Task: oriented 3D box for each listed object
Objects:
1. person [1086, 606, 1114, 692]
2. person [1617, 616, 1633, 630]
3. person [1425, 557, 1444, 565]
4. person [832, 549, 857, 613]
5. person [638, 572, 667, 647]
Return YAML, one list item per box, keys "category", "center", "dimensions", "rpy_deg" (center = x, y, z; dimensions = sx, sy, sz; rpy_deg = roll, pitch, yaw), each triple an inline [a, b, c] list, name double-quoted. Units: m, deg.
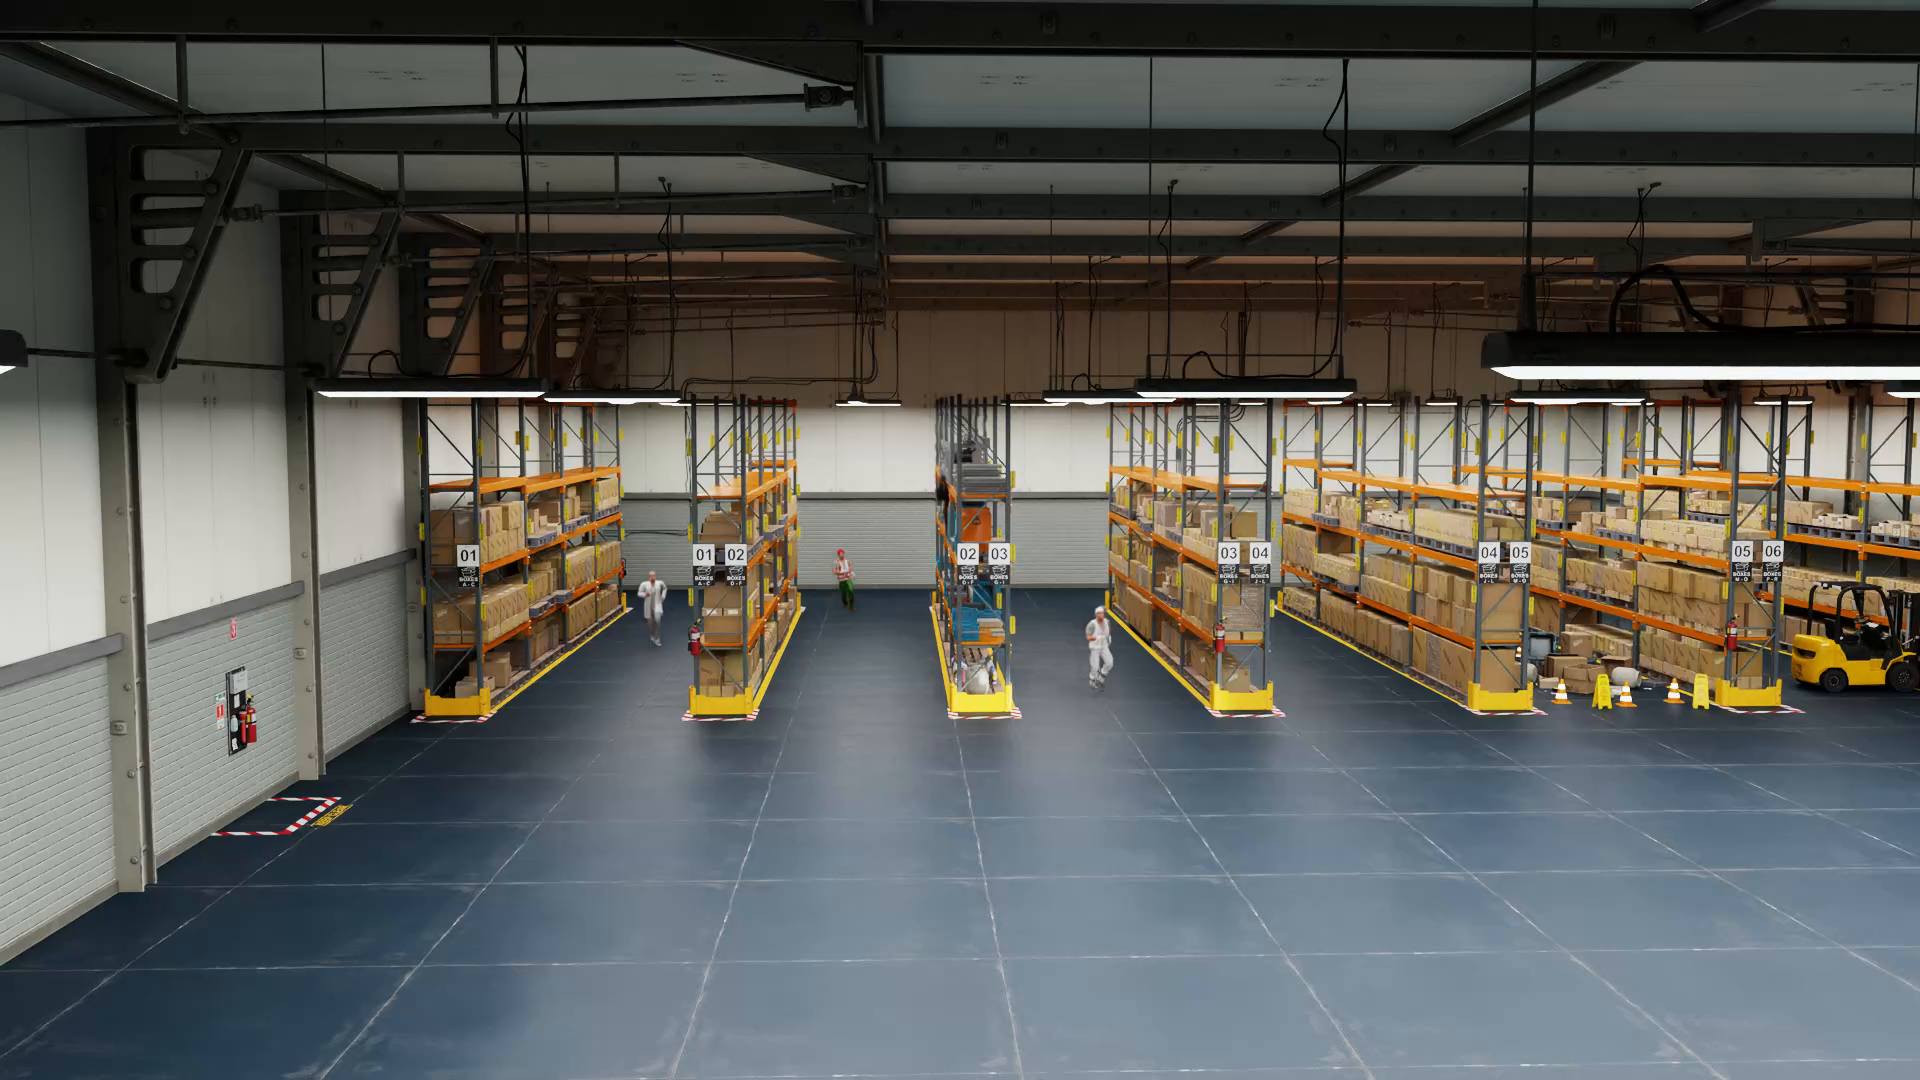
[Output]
- category: "person"
  center: [2.816, 2.193, 33.440]
  dimensions: [0.694, 1.740, 0.803]
  rpy_deg: [-2, 5, -24]
- category: "person"
  center: [16.576, 1.595, 41.212]
  dimensions: [0.720, 1.834, 0.787]
  rpy_deg: [0, 5, -5]
- category: "person"
  center: [14.006, 1.004, 49.311]
  dimensions: [0.837, 1.705, 0.611]
  rpy_deg: [-1, 5, -14]
- category: "person"
  center: [-3.307, 1.138, 47.022]
  dimensions: [0.676, 1.789, 0.756]
  rpy_deg: [-2, 5, -19]
- category: "person"
  center: [-7.490, 1.765, 40.478]
  dimensions: [0.681, 1.646, 0.896]
  rpy_deg: [-1, 5, -7]
